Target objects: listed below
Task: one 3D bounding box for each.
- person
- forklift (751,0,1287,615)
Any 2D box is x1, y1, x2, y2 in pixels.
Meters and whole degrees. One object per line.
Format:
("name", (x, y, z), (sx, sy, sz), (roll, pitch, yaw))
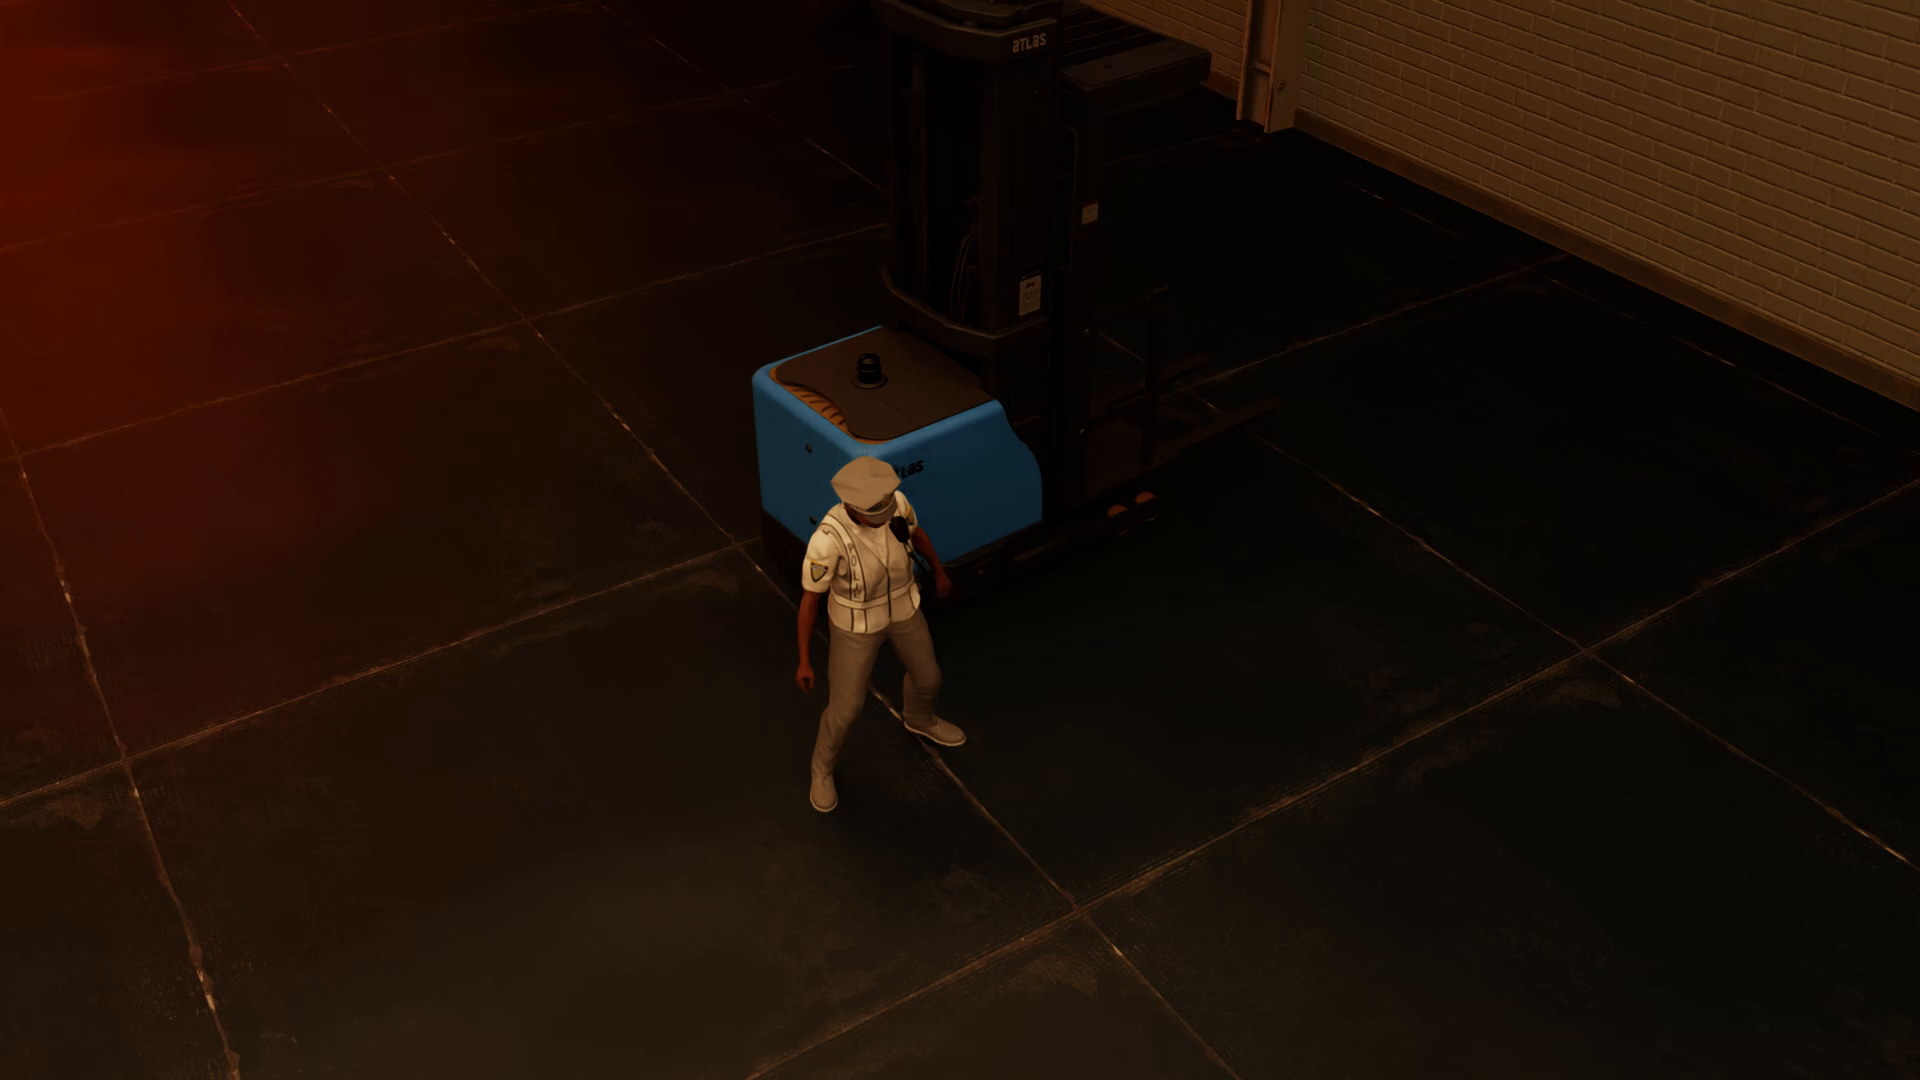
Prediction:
("person", (-0.341, 0.347, 6.812), (0.837, 1.623, 0.409), (-22, 40, -28))
("forklift", (0.457, -1.437, 8.193), (3.031, 2.935, 1.130), (-24, 42, -30))
